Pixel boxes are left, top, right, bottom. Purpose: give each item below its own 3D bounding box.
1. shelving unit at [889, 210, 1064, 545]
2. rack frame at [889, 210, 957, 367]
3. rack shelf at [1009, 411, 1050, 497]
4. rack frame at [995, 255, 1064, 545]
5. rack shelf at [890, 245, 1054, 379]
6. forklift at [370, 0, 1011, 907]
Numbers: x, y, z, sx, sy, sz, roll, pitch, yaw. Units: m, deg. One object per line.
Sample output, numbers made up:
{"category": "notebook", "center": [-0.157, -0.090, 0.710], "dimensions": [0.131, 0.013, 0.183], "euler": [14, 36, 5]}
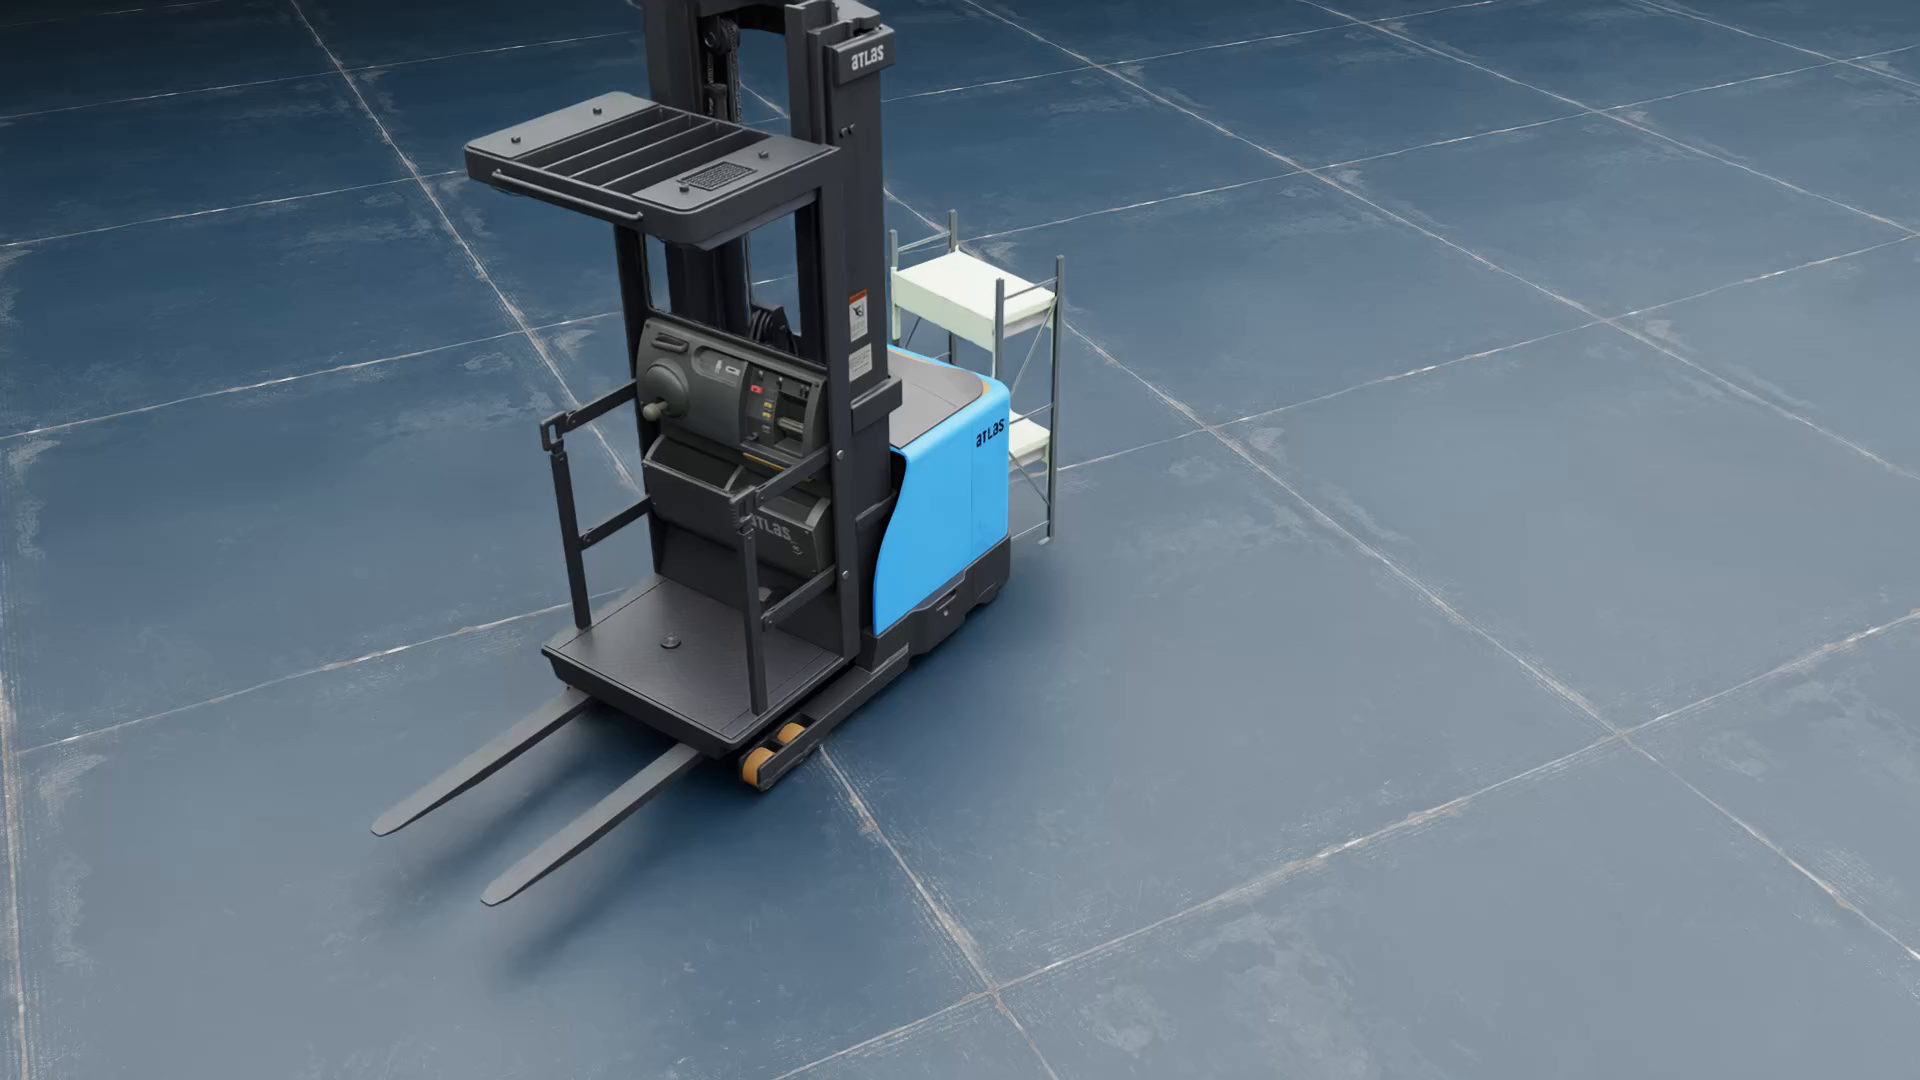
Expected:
{"category": "shelving unit", "center": [0.069, -0.721, 7.985], "dimensions": [0.431, 1.500, 0.755], "euler": [-26, 41, -34]}
{"category": "rack frame", "center": [-0.174, -0.869, 8.216], "dimensions": [0.400, 1.500, 0.023], "euler": [-26, 41, -34]}
{"category": "rack shelf", "center": [0.069, -0.446, 8.161], "dimensions": [0.431, 0.370, 0.720], "euler": [-26, 41, -34]}
{"category": "rack frame", "center": [0.311, -0.573, 7.754], "dimensions": [0.400, 1.500, 0.023], "euler": [-26, 41, -34]}
{"category": "rack shelf", "center": [0.069, -1.049, 7.774], "dimensions": [0.431, 0.370, 0.720], "euler": [-26, 41, -34]}
{"category": "forklift", "center": [-1.032, -0.530, 6.360], "dimensions": [1.130, 2.935, 3.031], "euler": [21, 38, 30]}
